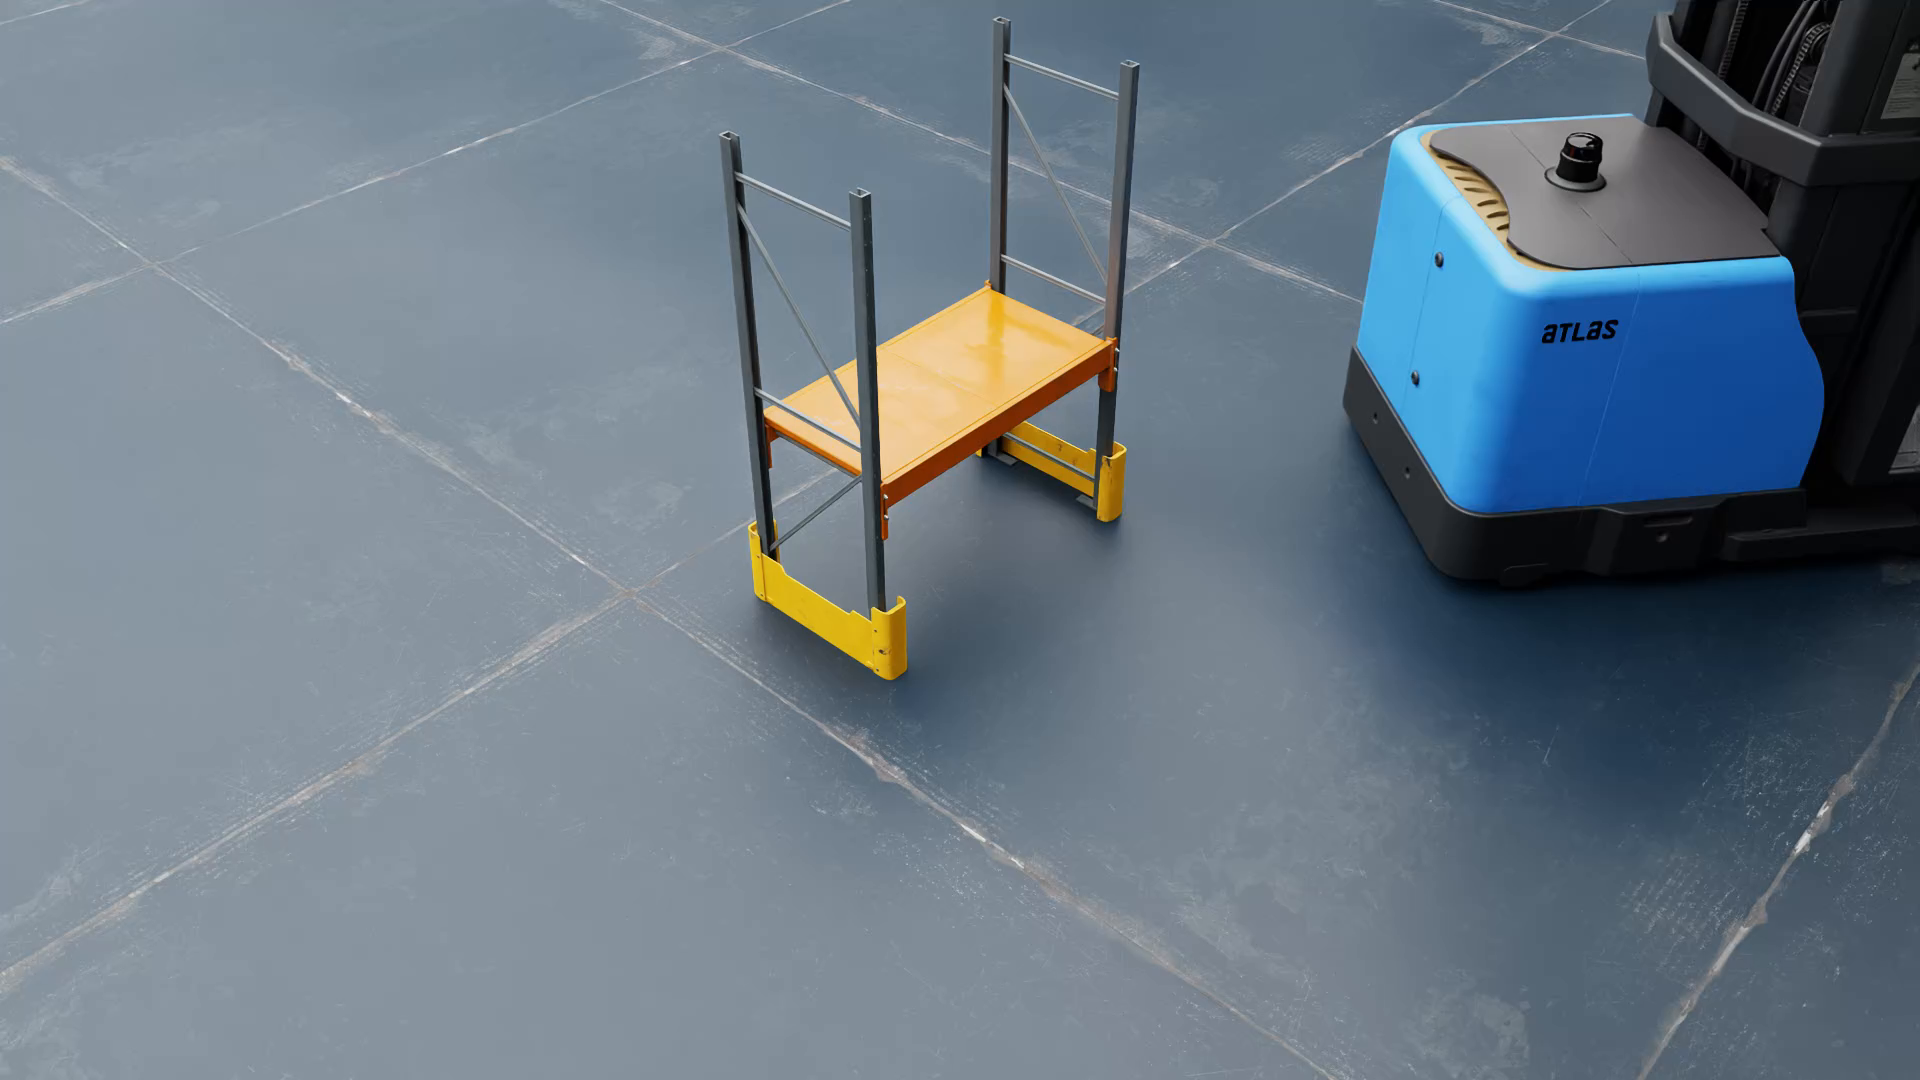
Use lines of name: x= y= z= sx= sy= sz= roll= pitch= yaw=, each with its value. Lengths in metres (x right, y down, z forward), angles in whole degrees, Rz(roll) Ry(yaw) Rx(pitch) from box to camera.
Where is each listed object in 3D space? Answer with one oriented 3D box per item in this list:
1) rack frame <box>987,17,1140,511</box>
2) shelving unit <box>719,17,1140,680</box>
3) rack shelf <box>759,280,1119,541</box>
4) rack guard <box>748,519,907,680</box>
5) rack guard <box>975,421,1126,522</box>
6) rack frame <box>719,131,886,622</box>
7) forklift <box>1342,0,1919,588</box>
rack frame: x=0.285 y=-0.781 z=5.028 sx=0.500 sy=1.500 sz=0.032 roll=30 pitch=47 yaw=32
shelving unit: x=-0.051 y=-0.552 z=4.739 sx=0.587 sy=1.500 sz=1.083 roll=30 pitch=47 yaw=32
rack shelf: x=-0.058 y=-0.407 z=4.846 sx=0.538 sy=0.185 sz=1.000 roll=30 pitch=47 yaw=32
rack guard: x=-0.387 y=0.166 z=4.840 sx=0.587 sy=0.250 sz=0.087 roll=30 pitch=47 yaw=32
rack guard: x=0.285 y=-0.292 z=5.416 sx=0.587 sy=0.250 sz=0.087 roll=30 pitch=47 yaw=32
rack frame: x=-0.401 y=-0.314 z=4.440 sx=0.500 sy=1.500 sz=0.032 roll=30 pitch=47 yaw=32
forklift: x=2.874 y=-1.413 z=4.672 sx=3.031 sy=2.935 sz=1.130 roll=-5 pitch=39 yaw=-6
